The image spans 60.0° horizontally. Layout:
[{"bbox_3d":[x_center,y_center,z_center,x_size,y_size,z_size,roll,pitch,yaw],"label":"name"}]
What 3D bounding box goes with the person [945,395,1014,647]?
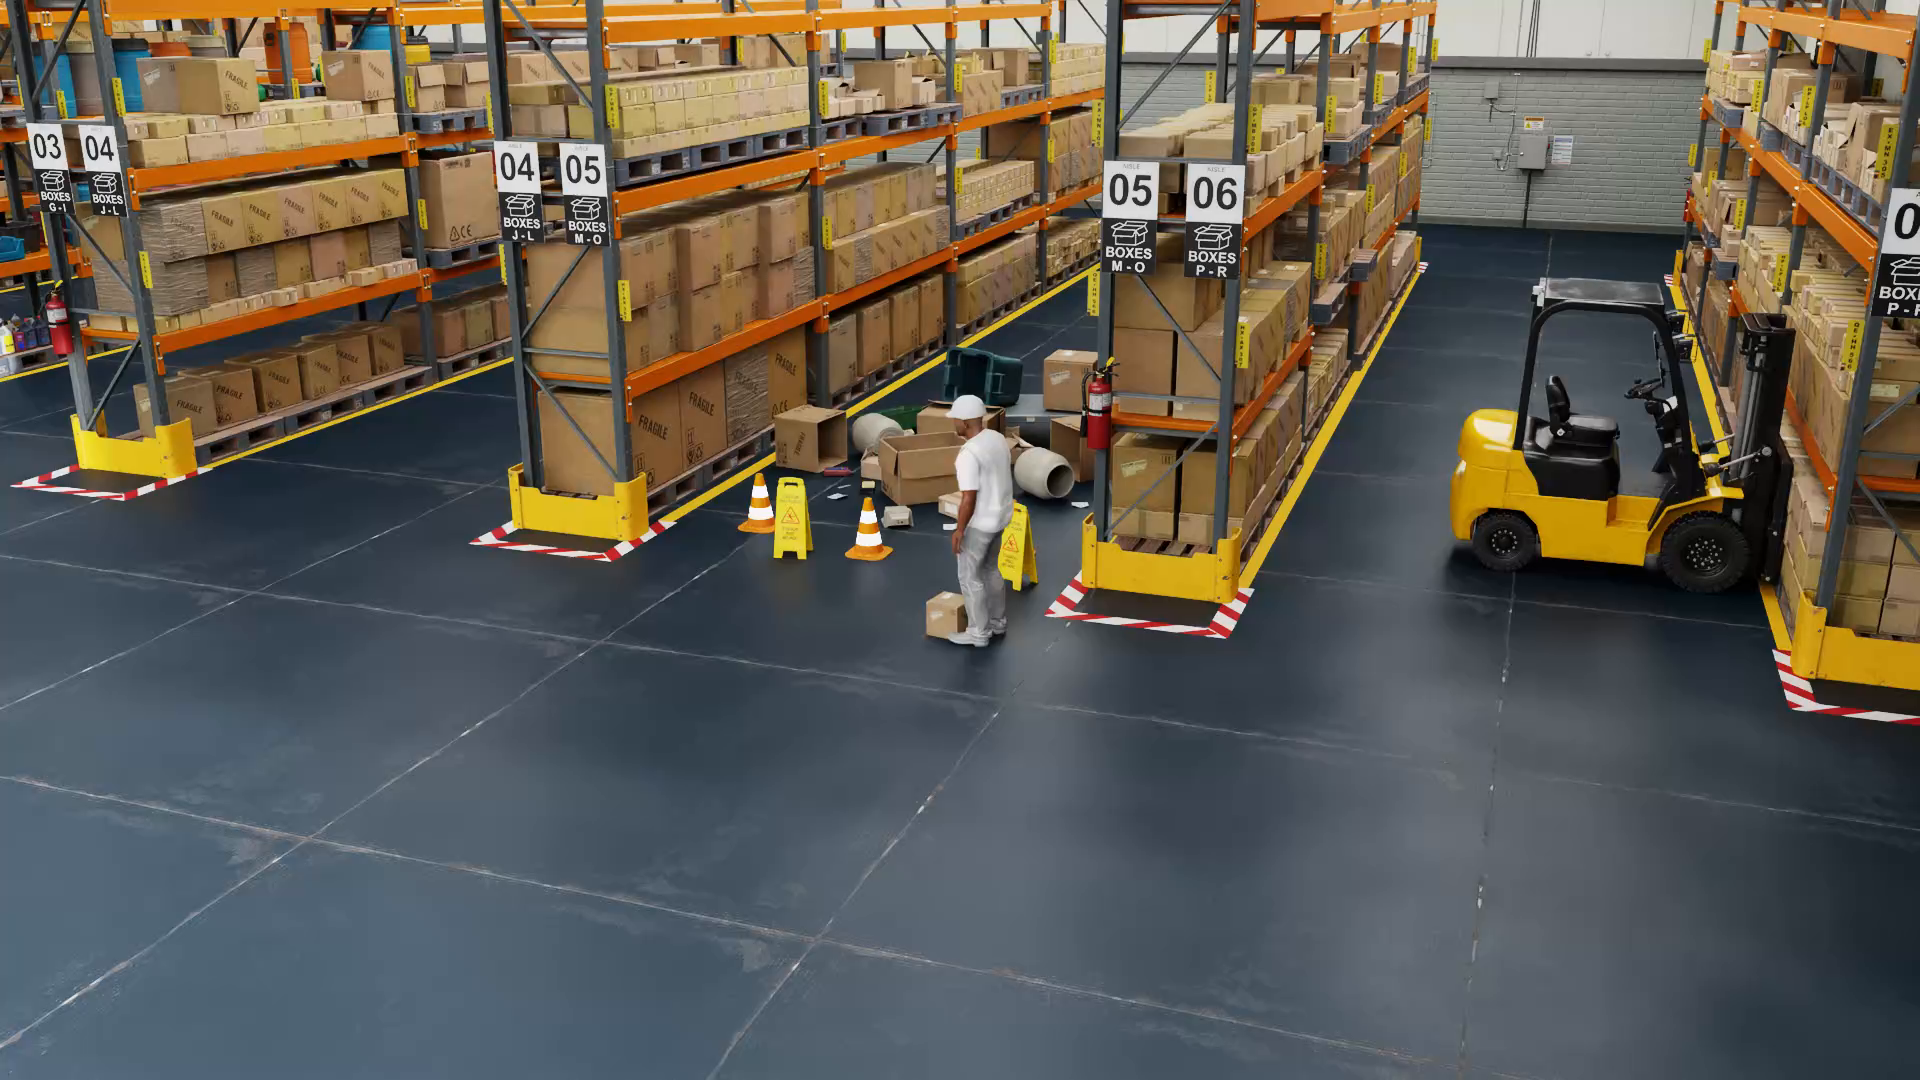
[{"bbox_3d":[0.124,-0.139,11.446,0.457,1.760,0.635,9,21,26],"label":"person"}]
